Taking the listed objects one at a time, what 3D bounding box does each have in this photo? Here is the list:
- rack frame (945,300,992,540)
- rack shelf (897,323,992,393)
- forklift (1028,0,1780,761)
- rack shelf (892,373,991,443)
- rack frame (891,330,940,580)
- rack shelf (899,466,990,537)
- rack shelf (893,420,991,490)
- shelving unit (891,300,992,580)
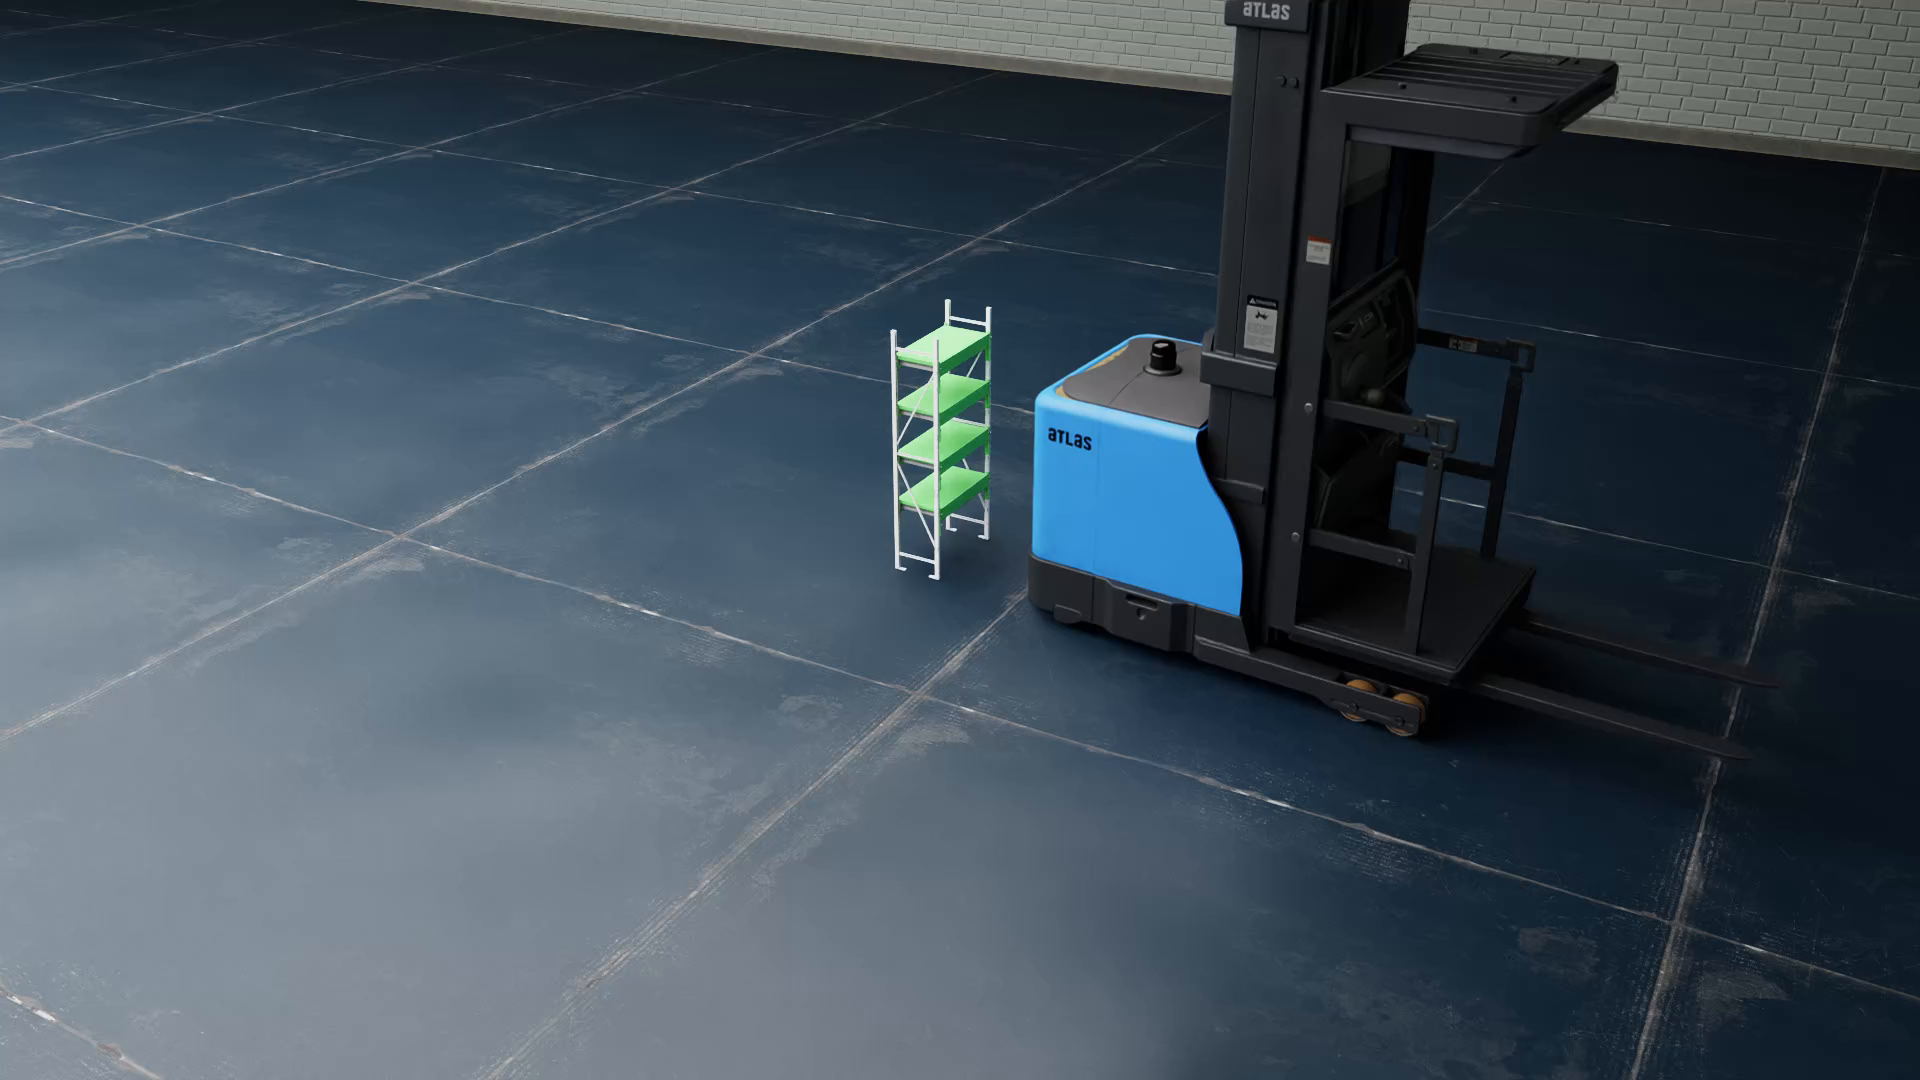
[{"bbox_3d":[0.039,-0.567,8.043,0.240,1.200,0.015,14,30,26],"label":"rack frame"},{"bbox_3d":[-0.081,-0.844,7.666,0.258,0.148,0.480,14,30,26],"label":"rack shelf"},{"bbox_3d":[1.822,-0.795,6.564,3.031,2.935,1.130,16,31,29],"label":"forklift"},{"bbox_3d":[-0.081,-0.630,7.774,0.258,0.148,0.480,14,30,26],"label":"rack shelf"},{"bbox_3d":[-0.201,-0.377,7.663,0.240,1.200,0.015,14,30,26],"label":"rack frame"},{"bbox_3d":[-0.081,-0.200,7.989,0.258,0.148,0.480,14,30,26],"label":"rack shelf"},{"bbox_3d":[-0.081,-0.415,7.881,0.258,0.148,0.480,14,30,26],"label":"rack shelf"},{"bbox_3d":[-0.081,-0.472,7.853,0.258,1.200,0.503,14,30,26],"label":"shelving unit"}]
